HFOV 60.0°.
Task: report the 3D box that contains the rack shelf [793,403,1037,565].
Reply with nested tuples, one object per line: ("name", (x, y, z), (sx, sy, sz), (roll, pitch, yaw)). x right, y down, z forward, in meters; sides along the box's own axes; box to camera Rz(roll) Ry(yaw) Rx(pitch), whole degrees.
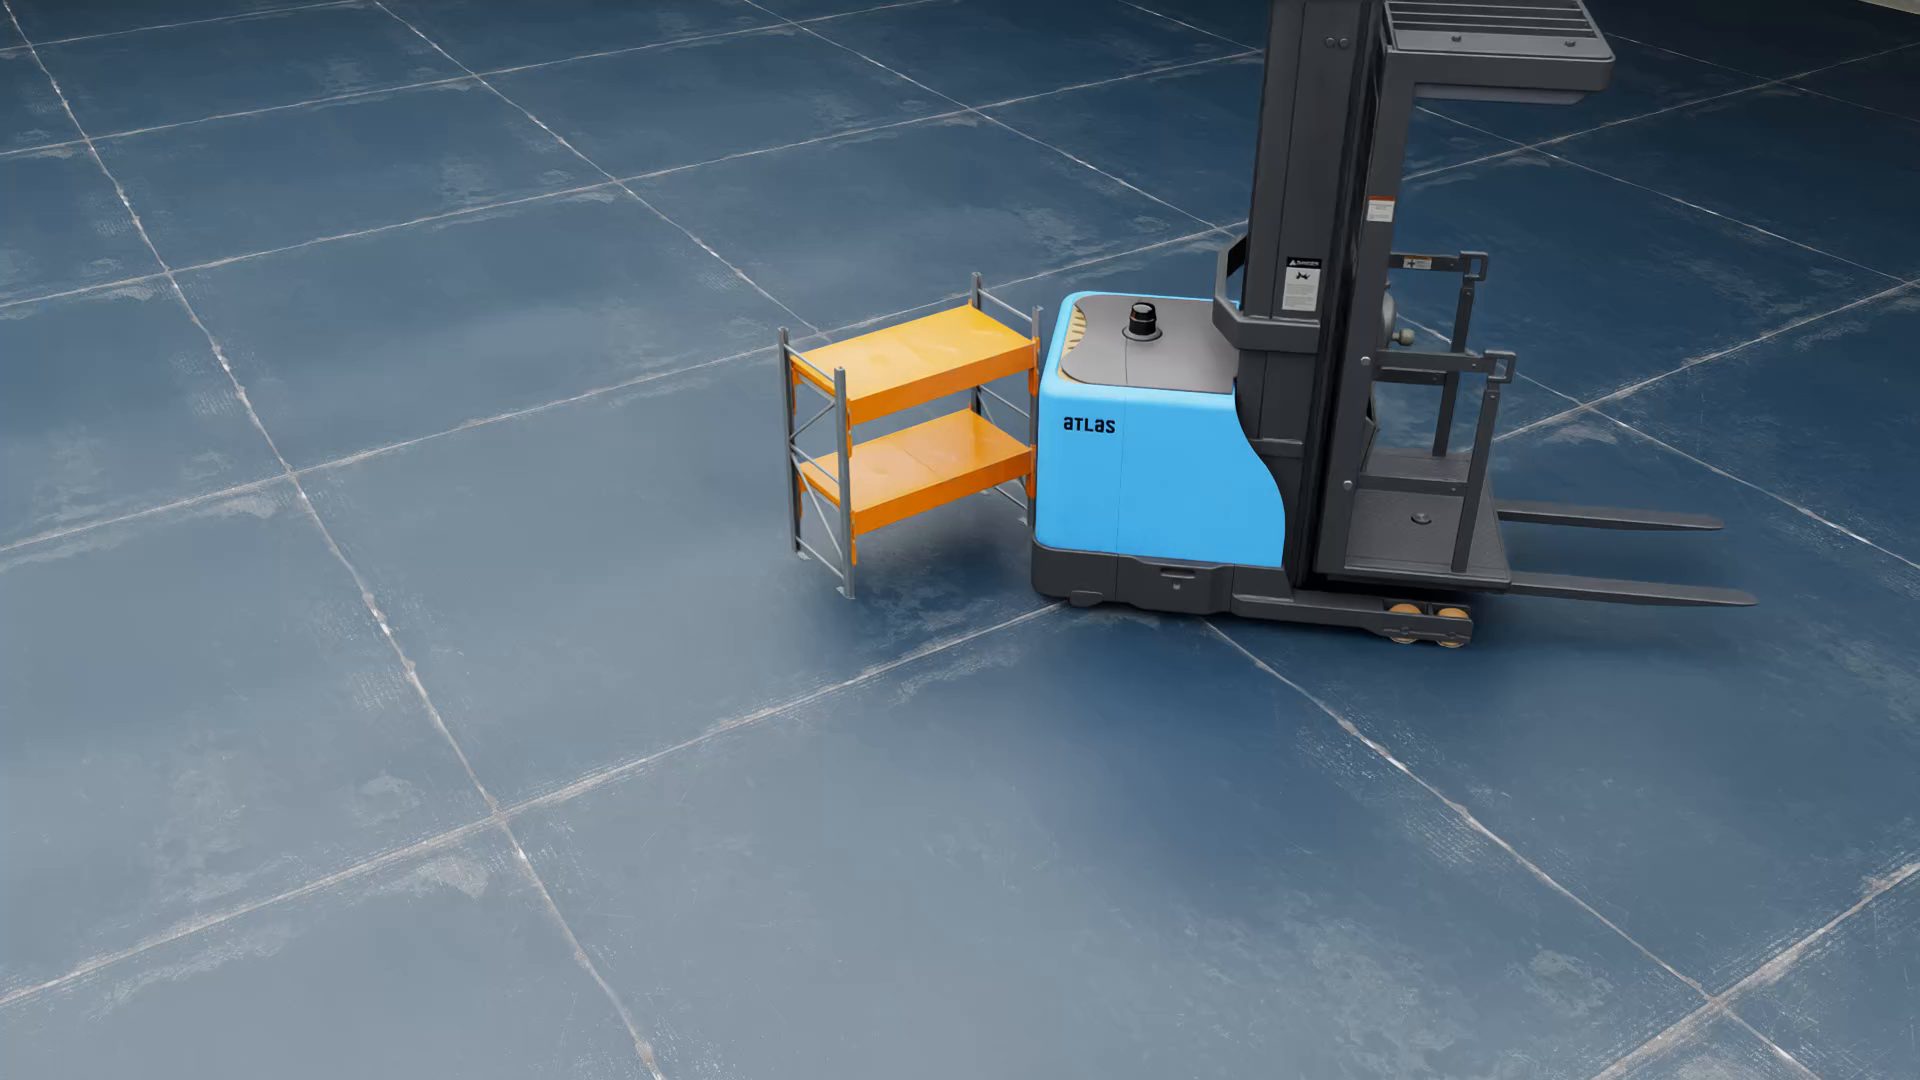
("rack shelf", (-0.206, -0.271, 7.584), (1.000, 0.278, 0.538), (-21, 38, -29))

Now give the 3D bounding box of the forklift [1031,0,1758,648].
("forklift", (1.877, -1.091, 6.732), (3.031, 2.935, 1.130), (5, 33, 8))

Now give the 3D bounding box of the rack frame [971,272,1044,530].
("rack frame", (0.209, -0.635, 7.703), (0.032, 1.125, 0.500), (-21, 38, -29))

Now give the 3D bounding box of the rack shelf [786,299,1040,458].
("rack shelf", (-0.206, -0.726, 7.298), (1.000, 0.278, 0.538), (-21, 38, -29))

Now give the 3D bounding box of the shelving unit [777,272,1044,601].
("shelving unit", (-0.206, -0.478, 7.454), (1.048, 1.125, 0.538), (-21, 38, -29))

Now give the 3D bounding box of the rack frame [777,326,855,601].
("rack frame", (-0.620, -0.321, 7.205), (0.032, 1.125, 0.500), (-21, 38, -29))
